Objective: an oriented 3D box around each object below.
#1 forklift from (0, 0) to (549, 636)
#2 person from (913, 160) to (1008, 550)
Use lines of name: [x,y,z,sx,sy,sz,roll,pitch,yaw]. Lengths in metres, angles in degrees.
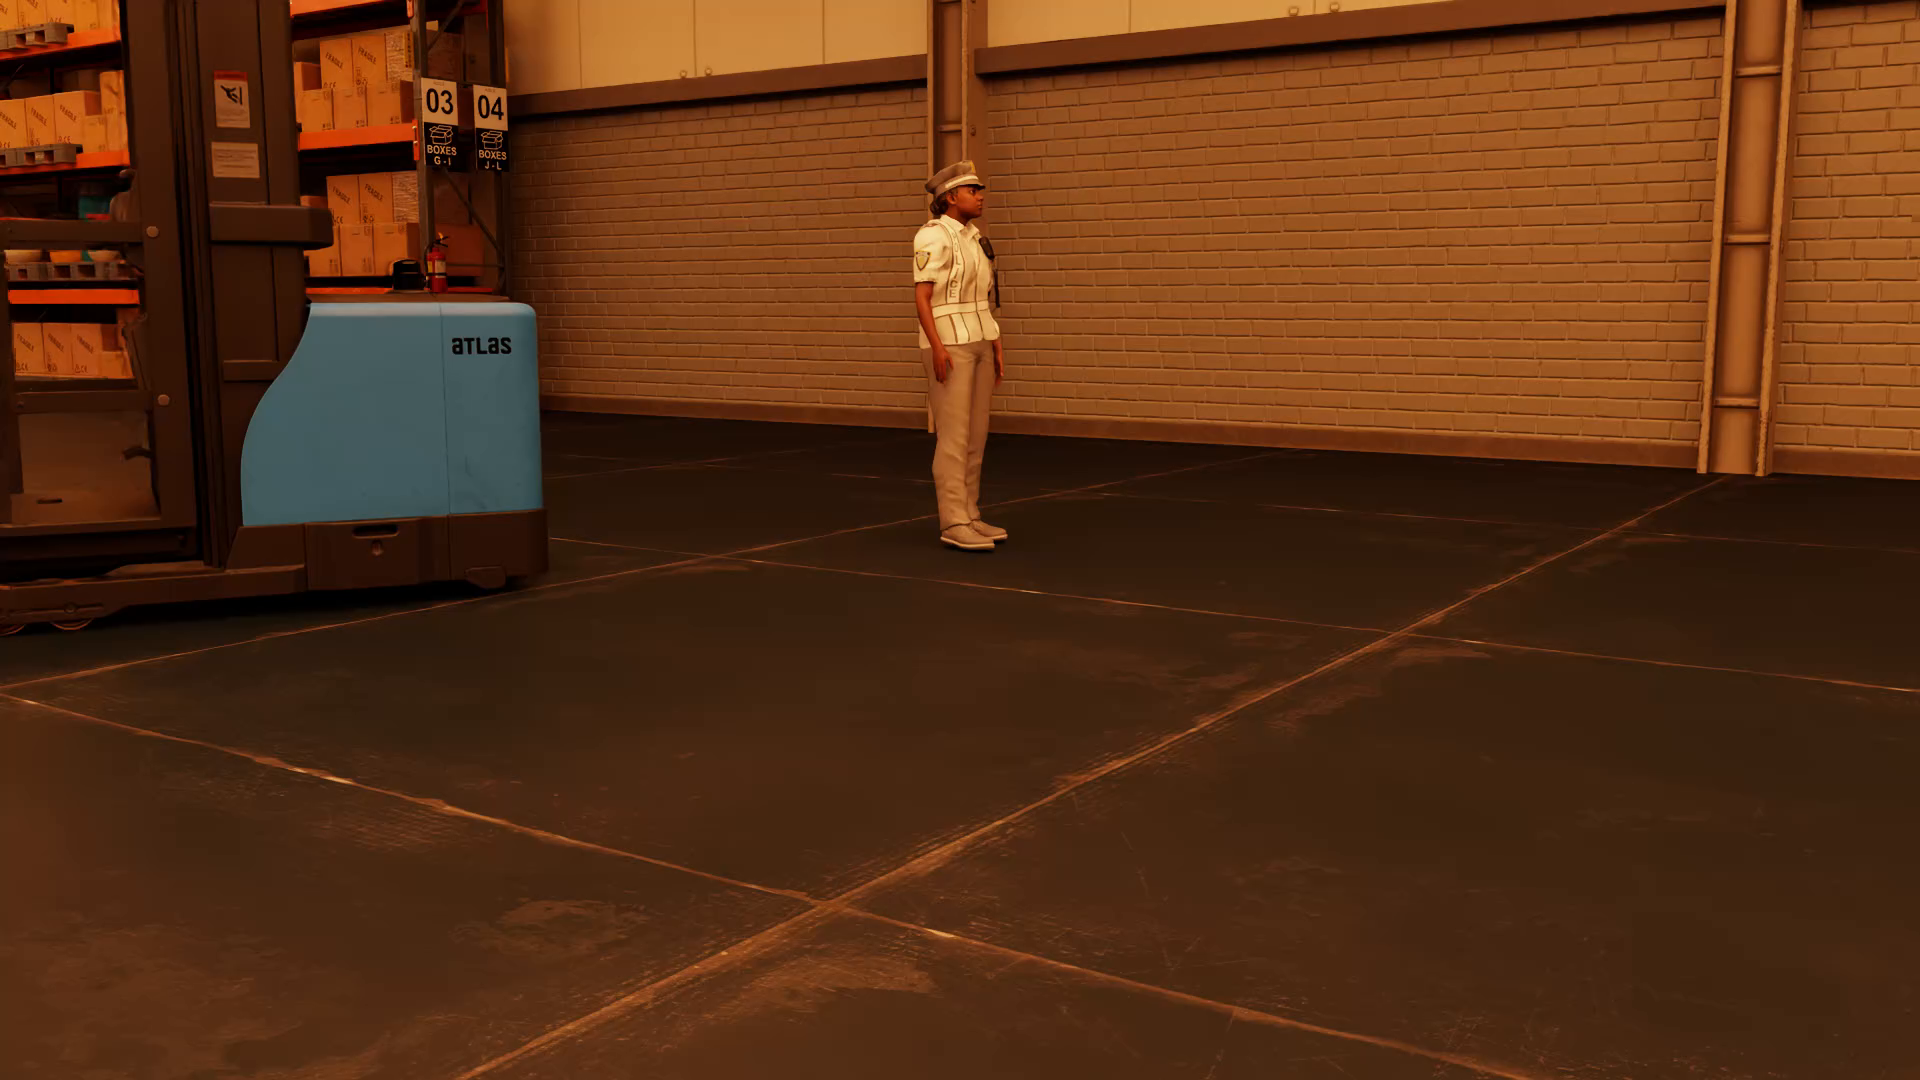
forklift: [-3.102,-1.224,5.801,3.031,2.935,1.130,-4,9,-27]
person: [0.052,-0.838,7.426,0.528,1.697,0.570,5,10,34]
